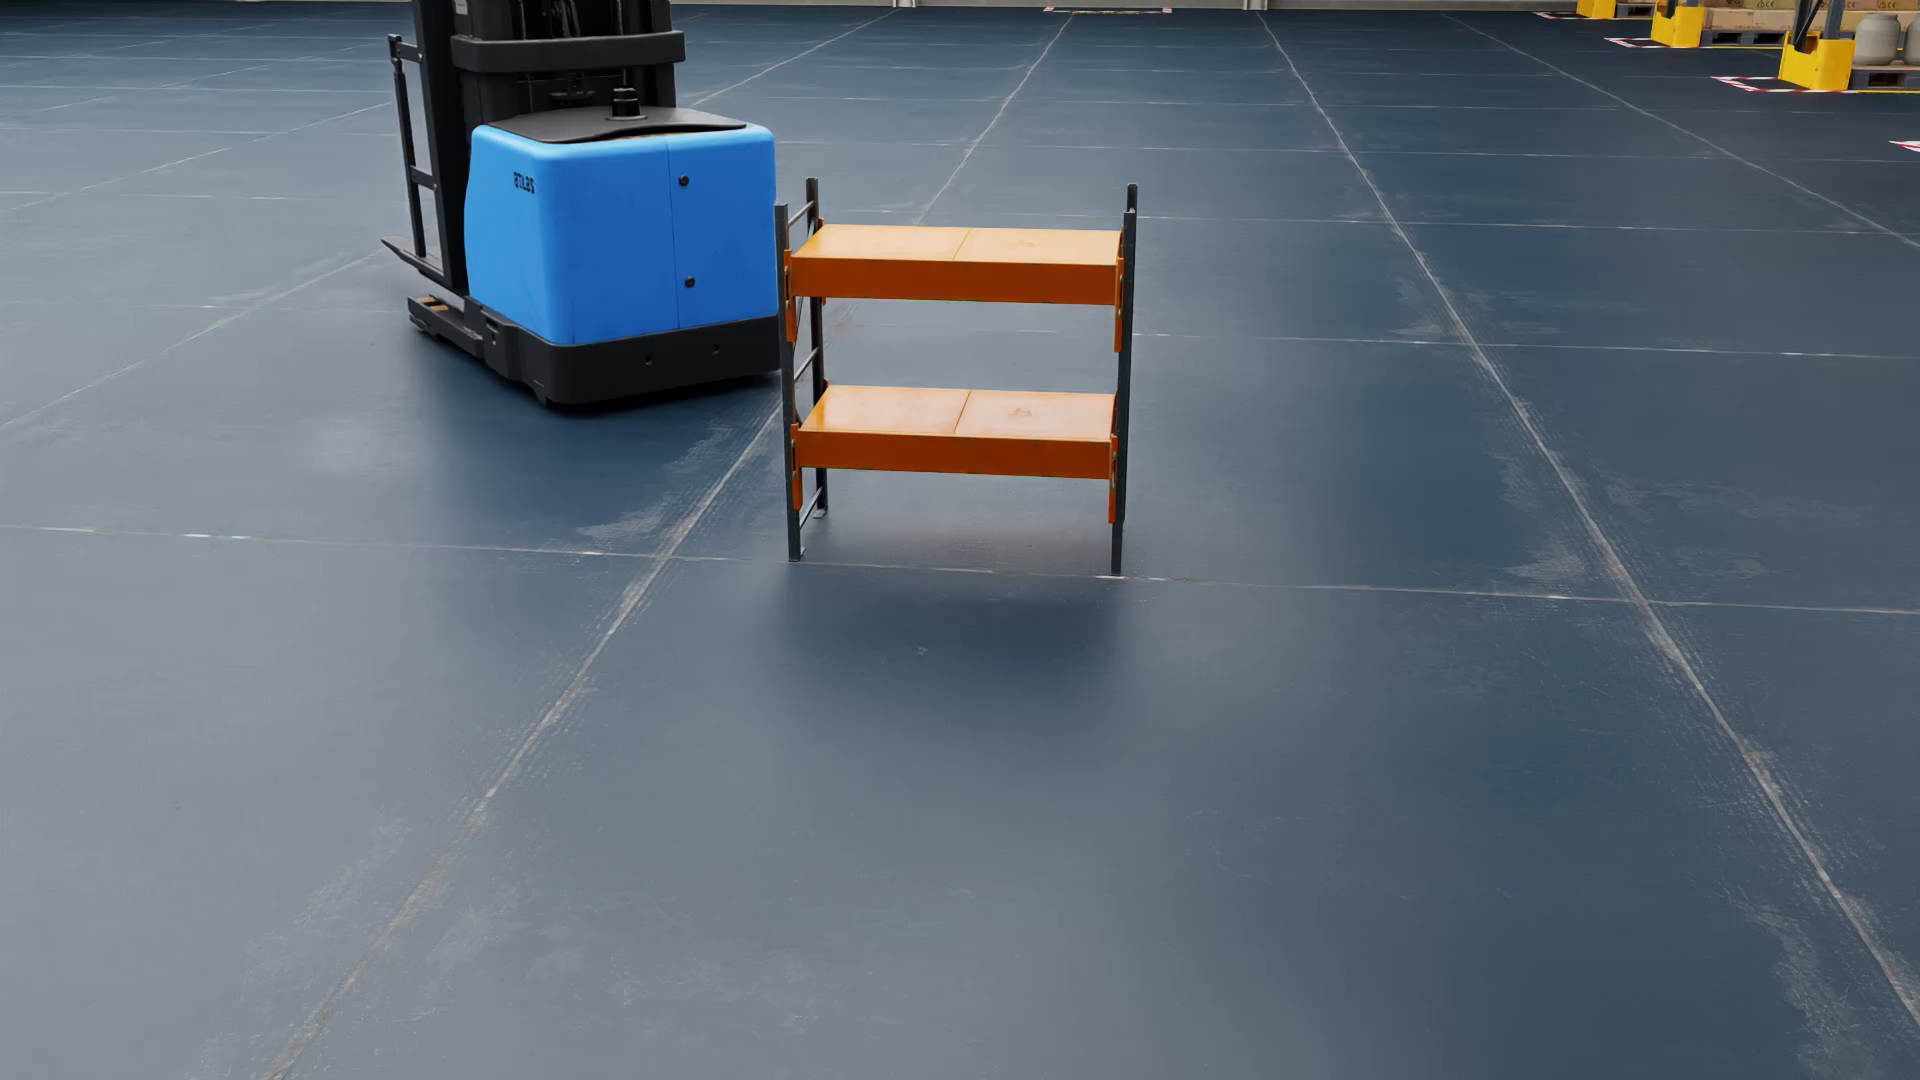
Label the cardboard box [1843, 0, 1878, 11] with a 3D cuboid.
[{"bbox_3d":[11.588,-7.148,21.589,0.500,0.500,0.500,2,22,6],"label":"cardboard box"}]

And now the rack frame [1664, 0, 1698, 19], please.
[{"bbox_3d":[9.592,-8.053,21.730,0.127,3.000,1.000,2,22,6],"label":"rack frame"}]

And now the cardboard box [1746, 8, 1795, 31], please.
[{"bbox_3d":[10.596,-6.845,21.842,0.500,0.250,0.500,2,22,6],"label":"cardboard box"}]

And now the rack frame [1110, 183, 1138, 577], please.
[{"bbox_3d":[0.512,-0.501,5.177,0.032,1.125,0.500,2,22,6],"label":"rack frame"}]

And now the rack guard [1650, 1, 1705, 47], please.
[{"bbox_3d":[9.569,-6.892,22.192,0.348,0.500,1.175,2,22,6],"label":"rack guard"}]

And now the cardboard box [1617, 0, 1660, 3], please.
[{"bbox_3d":[10.848,-8.753,26.559,0.500,0.311,0.500,0,22,0],"label":"cardboard box"}]

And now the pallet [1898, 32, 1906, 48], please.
[{"bbox_3d":[12.780,-6.633,21.930,1.213,0.211,1.003,2,22,6],"label":"pallet"}]

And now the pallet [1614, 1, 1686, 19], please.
[{"bbox_3d":[11.050,-8.514,26.687,1.213,0.211,1.003,2,22,6],"label":"pallet"}]

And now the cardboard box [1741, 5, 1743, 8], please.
[{"bbox_3d":[10.658,-7.037,22.328,0.500,0.250,0.500,2,22,6],"label":"cardboard box"}]

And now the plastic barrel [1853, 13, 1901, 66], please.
[{"bbox_3d":[9.668,-5.283,17.534,0.421,0.512,0.421,0,22,0],"label":"plastic barrel"}]

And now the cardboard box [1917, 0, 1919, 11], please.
[{"bbox_3d":[12.583,-7.111,21.497,0.500,0.500,0.500,2,22,6],"label":"cardboard box"}]

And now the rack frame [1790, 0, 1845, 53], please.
[{"bbox_3d":[9.006,-6.245,17.156,0.127,3.000,1.000,2,22,6],"label":"rack frame"}]

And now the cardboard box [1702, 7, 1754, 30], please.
[{"bbox_3d":[10.099,-6.865,21.894,0.500,0.250,0.500,2,22,6],"label":"cardboard box"}]

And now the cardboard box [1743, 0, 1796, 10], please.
[{"bbox_3d":[10.596,-7.193,21.703,0.500,0.500,0.500,2,22,6],"label":"cardboard box"}]

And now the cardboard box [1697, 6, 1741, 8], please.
[{"bbox_3d":[10.160,-7.054,22.372,0.500,0.250,0.500,2,22,6],"label":"cardboard box"}]

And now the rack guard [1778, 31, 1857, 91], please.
[{"bbox_3d":[9.087,-5.096,17.650,0.348,0.500,1.175,2,22,6],"label":"rack guard"}]

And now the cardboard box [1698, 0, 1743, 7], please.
[{"bbox_3d":[10.160,-7.404,22.236,0.500,0.500,0.500,2,22,6],"label":"cardboard box"}]

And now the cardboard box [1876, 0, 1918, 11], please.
[{"bbox_3d":[12.086,-7.132,21.548,0.500,0.500,0.500,2,22,6],"label":"cardboard box"}]

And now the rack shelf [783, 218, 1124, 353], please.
[{"bbox_3d":[0.007,-0.795,5.125,1.000,0.278,0.538,2,22,6],"label":"rack shelf"}]

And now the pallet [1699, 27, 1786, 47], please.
[{"bbox_3d":[10.357,-6.739,22.197,1.213,0.211,1.003,2,22,6],"label":"pallet"}]

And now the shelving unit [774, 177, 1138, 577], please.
[{"bbox_3d":[0.007,-0.523,5.232,1.048,1.125,0.538,2,22,6],"label":"shelving unit"}]

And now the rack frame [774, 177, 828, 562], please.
[{"bbox_3d":[-0.498,-0.545,5.288,0.032,1.125,0.500,2,22,6],"label":"rack frame"}]

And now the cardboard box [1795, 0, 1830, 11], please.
[{"bbox_3d":[11.094,-7.176,21.660,0.500,0.500,0.500,2,22,6],"label":"cardboard box"}]

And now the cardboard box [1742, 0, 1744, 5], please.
[{"bbox_3d":[12.137,-8.767,26.336,0.500,0.500,0.700,1,22,3],"label":"cardboard box"}]

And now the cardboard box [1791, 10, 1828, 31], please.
[{"bbox_3d":[11.092,-6.823,21.787,0.500,0.250,0.500,2,22,6],"label":"cardboard box"}]

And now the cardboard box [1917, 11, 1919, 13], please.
[{"bbox_3d":[12.583,-6.762,21.633,0.500,0.250,0.500,2,22,6],"label":"cardboard box"}]

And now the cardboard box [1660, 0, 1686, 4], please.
[{"bbox_3d":[11.414,-8.729,26.497,0.500,0.311,0.500,4,22,11],"label":"cardboard box"}]

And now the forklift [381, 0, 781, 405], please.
[{"bbox_3d":[-1.984,-2.388,7.494,1.130,2.935,3.031,-14,26,-31],"label":"forklift"}]

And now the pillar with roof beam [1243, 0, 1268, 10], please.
[{"bbox_3d":[4.504,-11.625,22.605,0.400,9.000,9.100,2,22,6],"label":"pillar with roof beam"}]

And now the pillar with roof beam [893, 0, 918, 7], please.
[{"bbox_3d":[-1.455,-11.885,23.262,0.400,9.000,9.100,2,22,6],"label":"pillar with roof beam"}]

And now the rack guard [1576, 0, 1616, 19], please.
[{"bbox_3d":[10.247,-8.696,26.756,0.348,0.500,1.175,2,22,6],"label":"rack guard"}]

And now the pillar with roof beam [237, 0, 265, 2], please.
[{"bbox_3d":[-13.371,-12.404,24.575,0.400,9.000,9.100,2,22,6],"label":"pillar with roof beam"}]

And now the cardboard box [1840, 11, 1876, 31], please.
[{"bbox_3d":[11.588,-6.800,21.728,0.500,0.250,0.500,2,22,6],"label":"cardboard box"}]

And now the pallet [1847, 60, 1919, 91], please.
[{"bbox_3d":[9.893,-4.925,17.609,1.213,0.211,1.003,2,22,6],"label":"pallet"}]

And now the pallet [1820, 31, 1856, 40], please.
[{"bbox_3d":[11.565,-6.685,22.061,1.213,0.211,1.003,2,22,6],"label":"pallet"}]

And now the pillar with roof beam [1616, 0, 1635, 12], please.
[{"bbox_3d":[10.462,-11.365,21.948,0.400,9.000,9.100,2,22,6],"label":"pillar with roof beam"}]

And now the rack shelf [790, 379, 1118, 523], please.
[{"bbox_3d":[0.007,-0.295,5.322,1.000,0.278,0.538,2,22,6],"label":"rack shelf"}]

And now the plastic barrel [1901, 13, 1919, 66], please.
[{"bbox_3d":[10.166,-5.261,17.479,0.421,0.512,0.421,0,22,0],"label":"plastic barrel"}]

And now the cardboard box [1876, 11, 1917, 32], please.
[{"bbox_3d":[12.085,-6.778,21.674,0.500,0.250,0.500,2,22,6],"label":"cardboard box"}]
